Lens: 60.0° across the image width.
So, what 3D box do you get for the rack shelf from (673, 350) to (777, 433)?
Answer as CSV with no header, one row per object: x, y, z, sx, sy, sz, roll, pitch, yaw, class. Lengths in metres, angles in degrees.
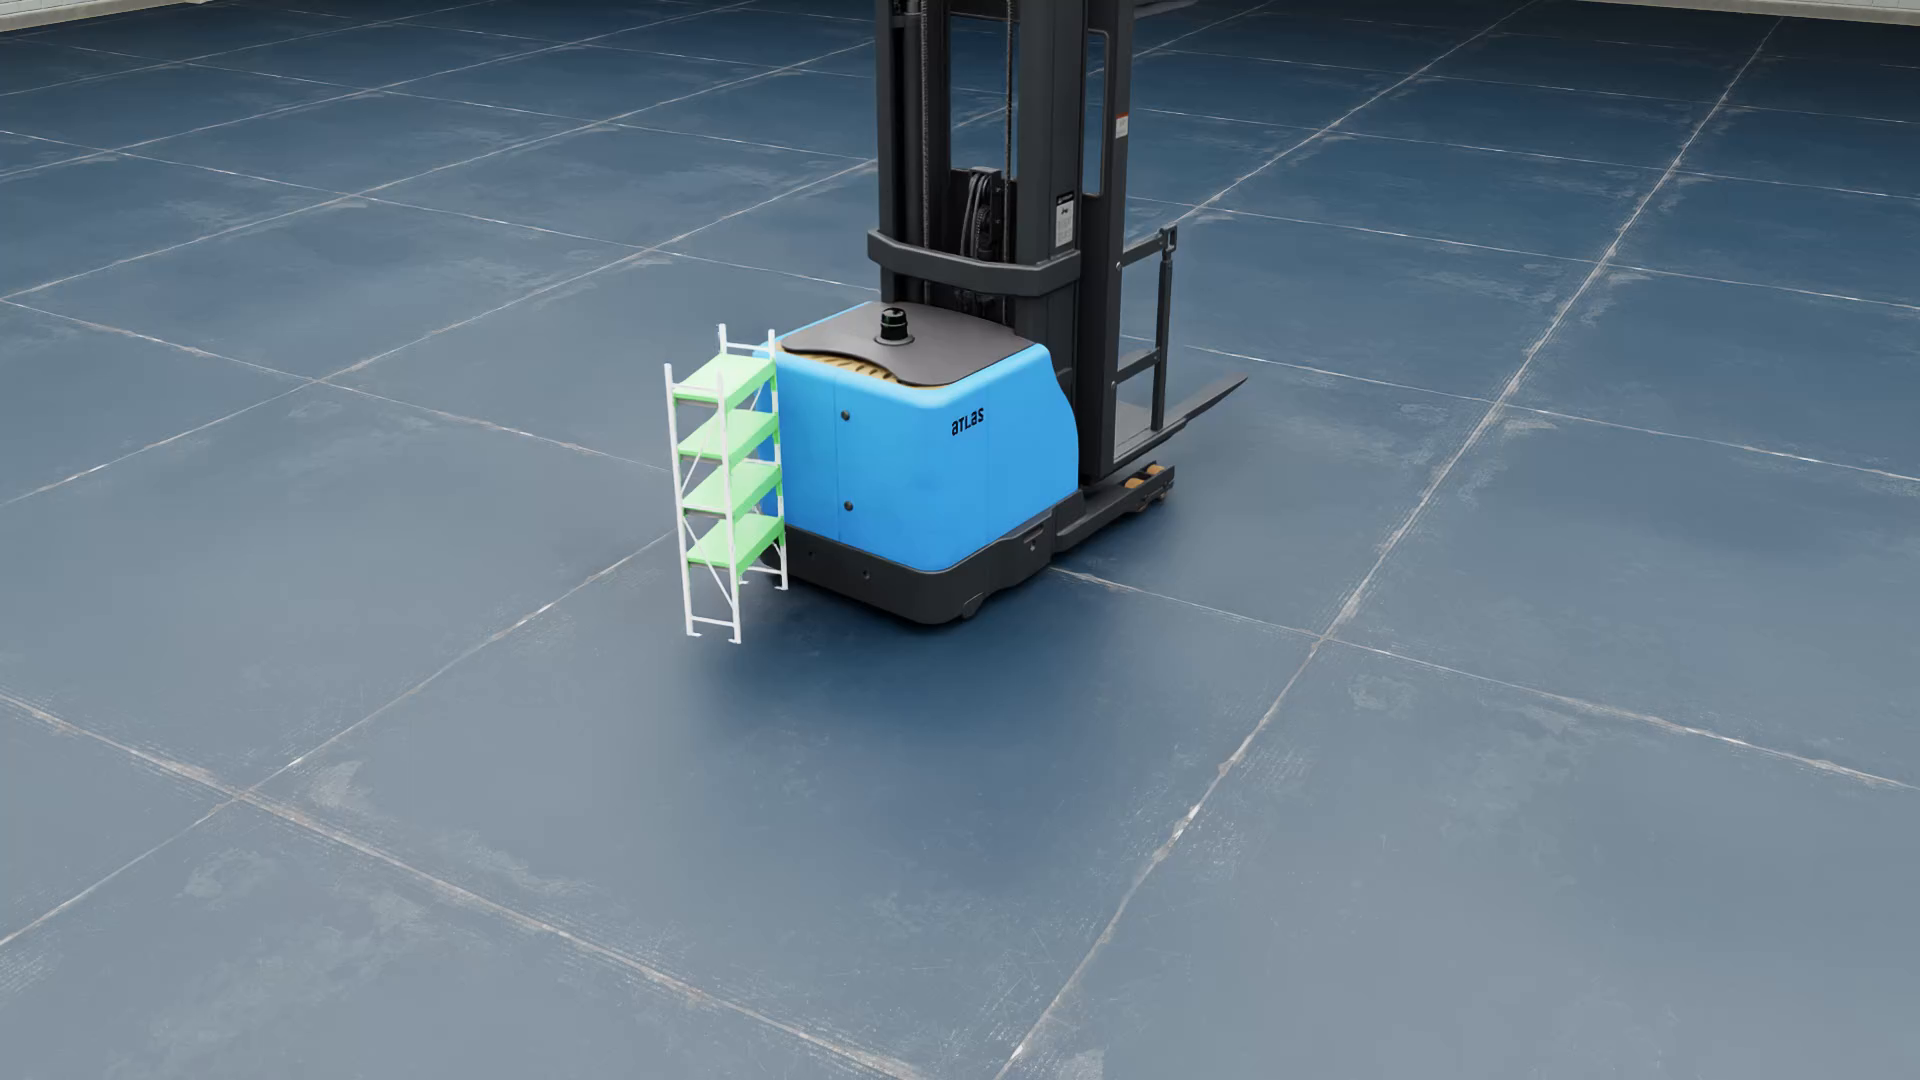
-0.949,-0.601,6.680,0.258,0.148,0.480,8,28,16,rack shelf

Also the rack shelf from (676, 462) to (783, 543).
-0.949,-0.172,6.895,0.258,0.148,0.480,8,28,16,rack shelf

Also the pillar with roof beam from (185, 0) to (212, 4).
-6.251,-10.211,18.095,9.100,9.000,0.400,14,30,26,pillar with roof beam

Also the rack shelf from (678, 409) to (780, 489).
-0.949,-0.386,6.788,0.258,0.148,0.480,8,28,16,rack shelf

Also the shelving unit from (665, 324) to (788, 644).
-0.949,-0.229,6.866,0.258,1.200,0.503,8,28,16,shelving unit

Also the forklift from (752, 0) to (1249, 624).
0.395,-1.560,7.591,1.130,2.935,3.031,19,32,33,forklift

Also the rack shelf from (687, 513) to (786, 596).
-0.949,0.043,7.003,0.258,0.148,0.480,8,28,16,rack shelf

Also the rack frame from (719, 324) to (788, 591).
-0.873,-0.333,7.074,0.240,1.200,0.015,8,28,16,rack frame

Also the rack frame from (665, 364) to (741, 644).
-1.024,-0.125,6.659,0.240,1.200,0.015,8,28,16,rack frame
